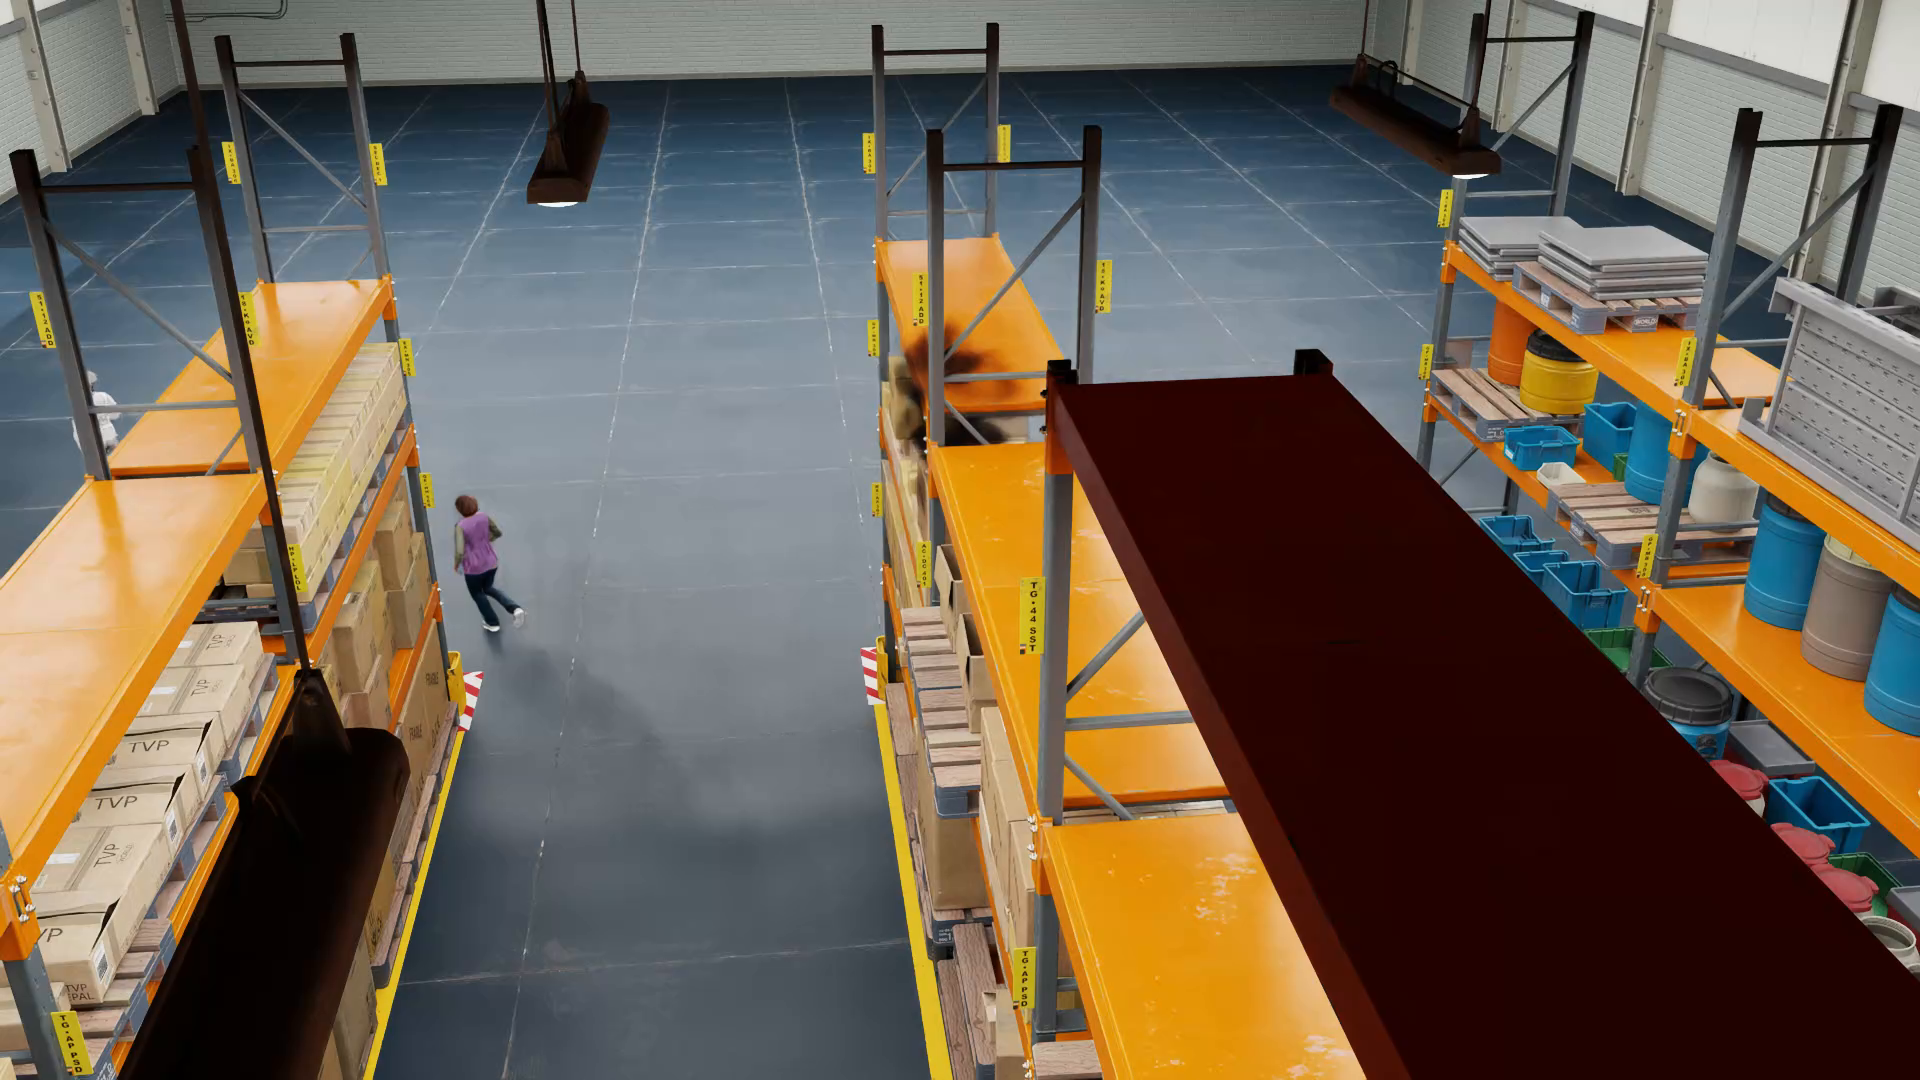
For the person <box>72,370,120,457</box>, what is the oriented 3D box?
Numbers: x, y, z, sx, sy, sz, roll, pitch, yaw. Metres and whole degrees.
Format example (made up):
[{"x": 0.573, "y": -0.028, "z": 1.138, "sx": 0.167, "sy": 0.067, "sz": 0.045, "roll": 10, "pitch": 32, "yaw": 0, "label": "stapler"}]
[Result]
[{"x": -9.691, "y": -1.059, "z": 18.792, "sx": 0.829, "sy": 1.728, "sz": 0.638, "roll": 19, "pitch": 31, "yaw": 35, "label": "person"}]

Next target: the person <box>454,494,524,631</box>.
[{"x": -4.637, "y": 0.273, "z": 16.132, "sx": 0.613, "sy": 1.555, "sz": 0.578, "roll": 16, "pitch": 30, "yaw": 30, "label": "person"}]
